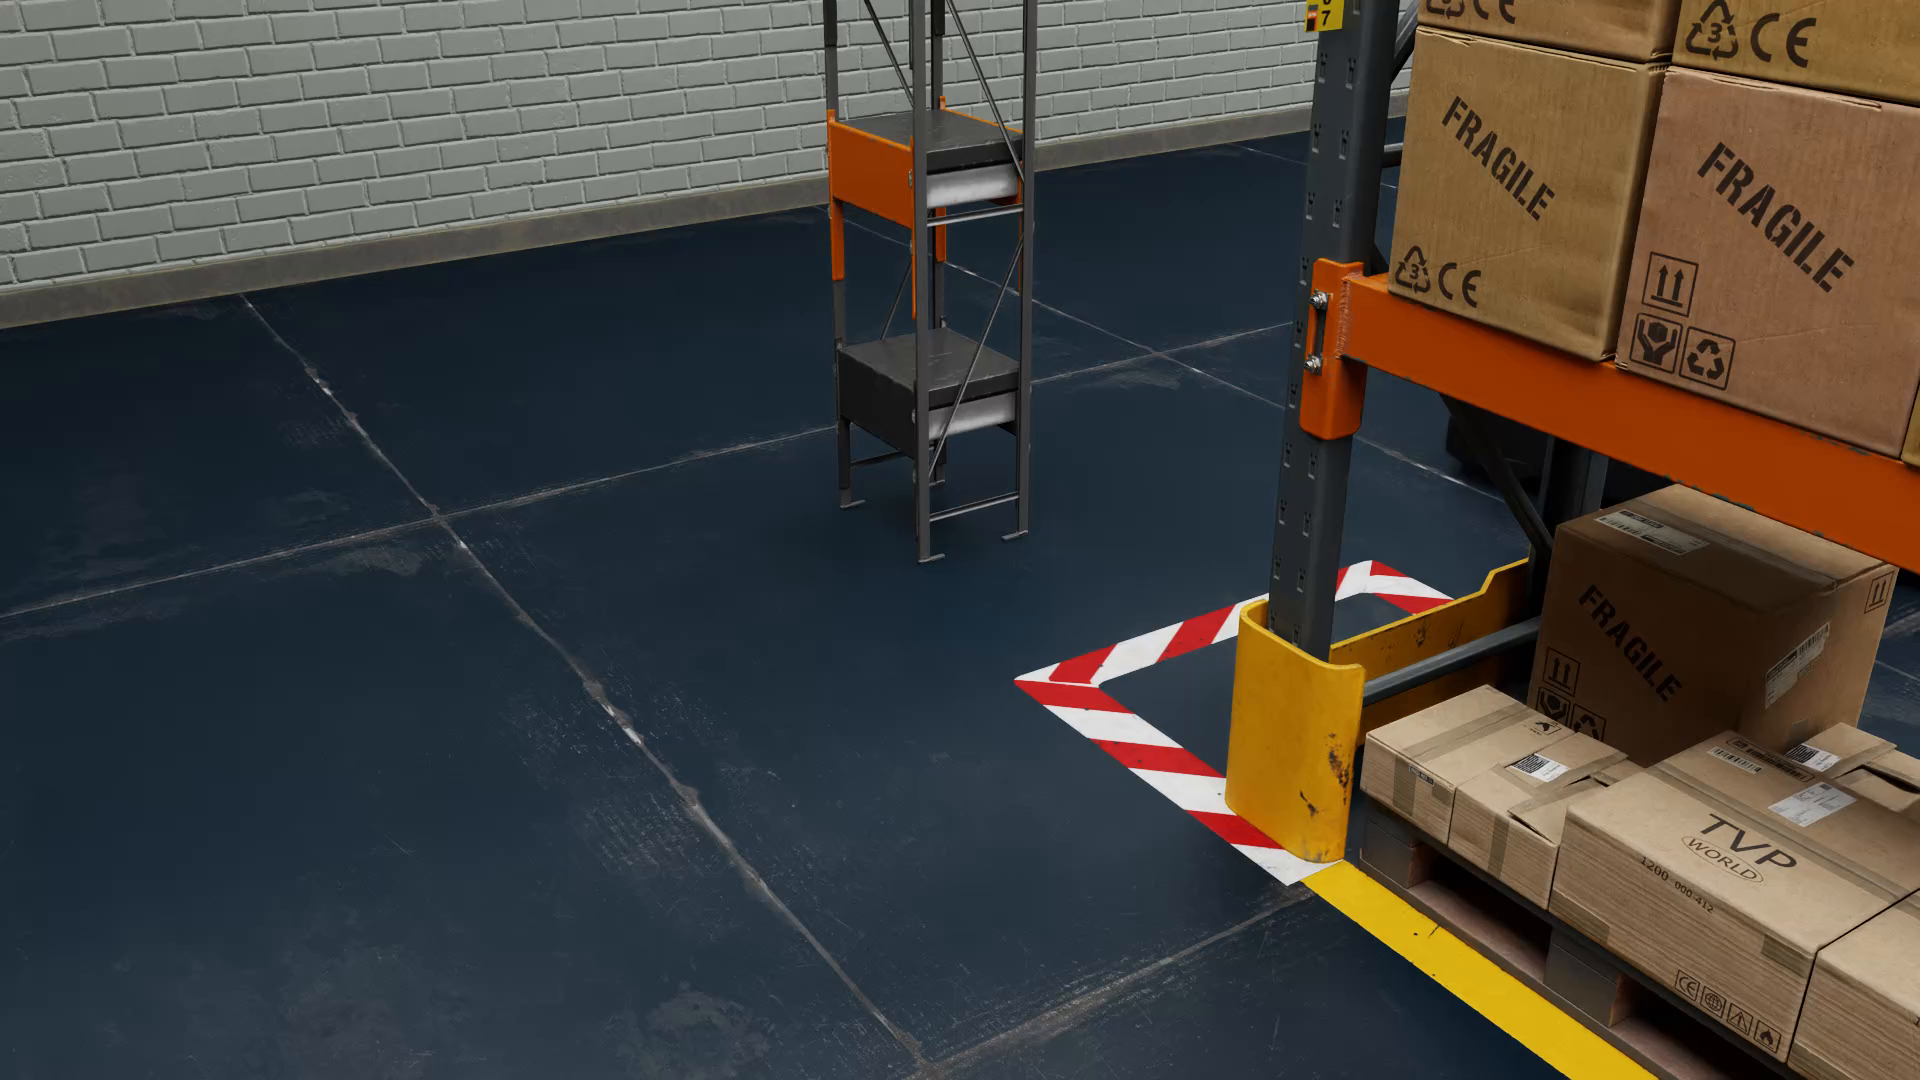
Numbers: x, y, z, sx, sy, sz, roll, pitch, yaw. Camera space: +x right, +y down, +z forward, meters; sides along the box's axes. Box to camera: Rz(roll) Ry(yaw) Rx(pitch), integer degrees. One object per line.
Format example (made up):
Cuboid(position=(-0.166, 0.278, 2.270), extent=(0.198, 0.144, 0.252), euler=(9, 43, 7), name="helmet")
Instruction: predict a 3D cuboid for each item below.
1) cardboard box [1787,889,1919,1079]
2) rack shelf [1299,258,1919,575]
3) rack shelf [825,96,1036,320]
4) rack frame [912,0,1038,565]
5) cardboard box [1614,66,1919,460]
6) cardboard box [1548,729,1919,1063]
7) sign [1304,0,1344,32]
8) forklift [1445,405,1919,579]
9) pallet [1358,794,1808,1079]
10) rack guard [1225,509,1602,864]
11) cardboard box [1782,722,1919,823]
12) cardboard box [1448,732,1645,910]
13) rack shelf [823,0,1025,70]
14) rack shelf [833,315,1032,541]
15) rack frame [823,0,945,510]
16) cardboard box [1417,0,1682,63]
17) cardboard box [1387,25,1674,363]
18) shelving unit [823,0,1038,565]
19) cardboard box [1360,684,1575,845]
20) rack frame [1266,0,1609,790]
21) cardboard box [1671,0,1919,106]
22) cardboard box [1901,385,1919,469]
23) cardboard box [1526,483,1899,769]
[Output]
Cuboid(position=(1.749, 0.816, 2.713), extent=(0.500, 0.250, 0.500), euler=(-16, 29, -30), name="cardboard box")
Cuboid(position=(2.236, 0.194, 2.168), extent=(1.077, 0.370, 4.000), euler=(-16, 29, -30), name="rack shelf")
Cuboid(position=(-0.090, -0.996, 4.933), extent=(0.431, 0.518, 0.480), euler=(-16, 29, -30), name="rack shelf")
Cuboid(position=(0.043, -0.921, 4.742), extent=(0.400, 2.100, 0.015), euler=(-16, 29, -30), name="rack frame")
Cuboid(position=(1.452, -0.489, 2.654), extent=(0.500, 0.500, 0.500), euler=(-16, 30, -30), name="cardboard box")
Cuboid(position=(1.476, 0.637, 3.092), extent=(0.500, 0.250, 0.500), euler=(-16, 29, -30), name="cardboard box")
Cuboid(position=(0.690, -1.112, 3.077), extent=(0.100, 0.325, 0.005), euler=(-16, 29, -30), name="sign")
Cuboid(position=(3.167, -1.358, 4.694), extent=(3.031, 2.935, 1.130), euler=(17, 30, 32), name="forklift")
Cuboid(position=(1.622, 0.726, 3.464), extent=(1.003, 0.211, 1.213), euler=(-16, 29, -30), name="pallet")
Cuboid(position=(1.186, 0.311, 4.006), extent=(1.175, 0.500, 0.348), euler=(-16, 29, -30), name="rack guard")
Cuboid(position=(1.793, 0.538, 3.399), extent=(0.380, 0.166, 0.250), euler=(-16, 29, -30), name="cardboard box")
Cuboid(position=(1.221, 0.555, 3.365), extent=(0.380, 0.166, 0.250), euler=(-16, 29, -30), name="cardboard box")
Cuboid(position=(-0.090, -1.629, 4.634), extent=(0.431, 0.518, 0.480), euler=(-16, 29, -30), name="rack shelf")
Cuboid(position=(-0.090, -0.363, 5.232), extent=(0.431, 0.518, 0.480), euler=(-16, 29, -30), name="rack shelf")
Cuboid(position=(-0.224, -1.096, 5.112), extent=(0.400, 2.100, 0.015), euler=(-16, 29, -30), name="rack frame")
Cuboid(position=(1.165, -1.124, 2.829), extent=(0.500, 0.500, 0.500), euler=(-15, 29, -28), name="cardboard box")
Cuboid(position=(1.165, -0.672, 3.042), extent=(0.500, 0.500, 0.500), euler=(-15, 29, -29), name="cardboard box")
Cuboid(position=(-0.090, -1.009, 4.927), extent=(0.431, 2.100, 0.503), euler=(-16, 29, -30), name="shelving unit")
Cuboid(position=(1.085, 0.473, 3.558), extent=(0.380, 0.149, 0.250), euler=(-16, 29, -30), name="cardboard box")
Cuboid(position=(1.144, -0.847, 3.530), extent=(1.000, 3.000, 0.127), euler=(-16, 29, -30), name="rack frame")
Cuboid(position=(1.457, -0.939, 2.437), extent=(0.500, 0.500, 0.500), euler=(-15, 29, -29), name="cardboard box")
Cuboid(position=(1.723, -0.308, 2.272), extent=(0.500, 0.500, 0.500), euler=(-16, 29, -30), name="cardboard box")
Cuboid(position=(1.647, 0.222, 3.679), extent=(0.500, 0.500, 0.500), euler=(-16, 29, -30), name="cardboard box")
